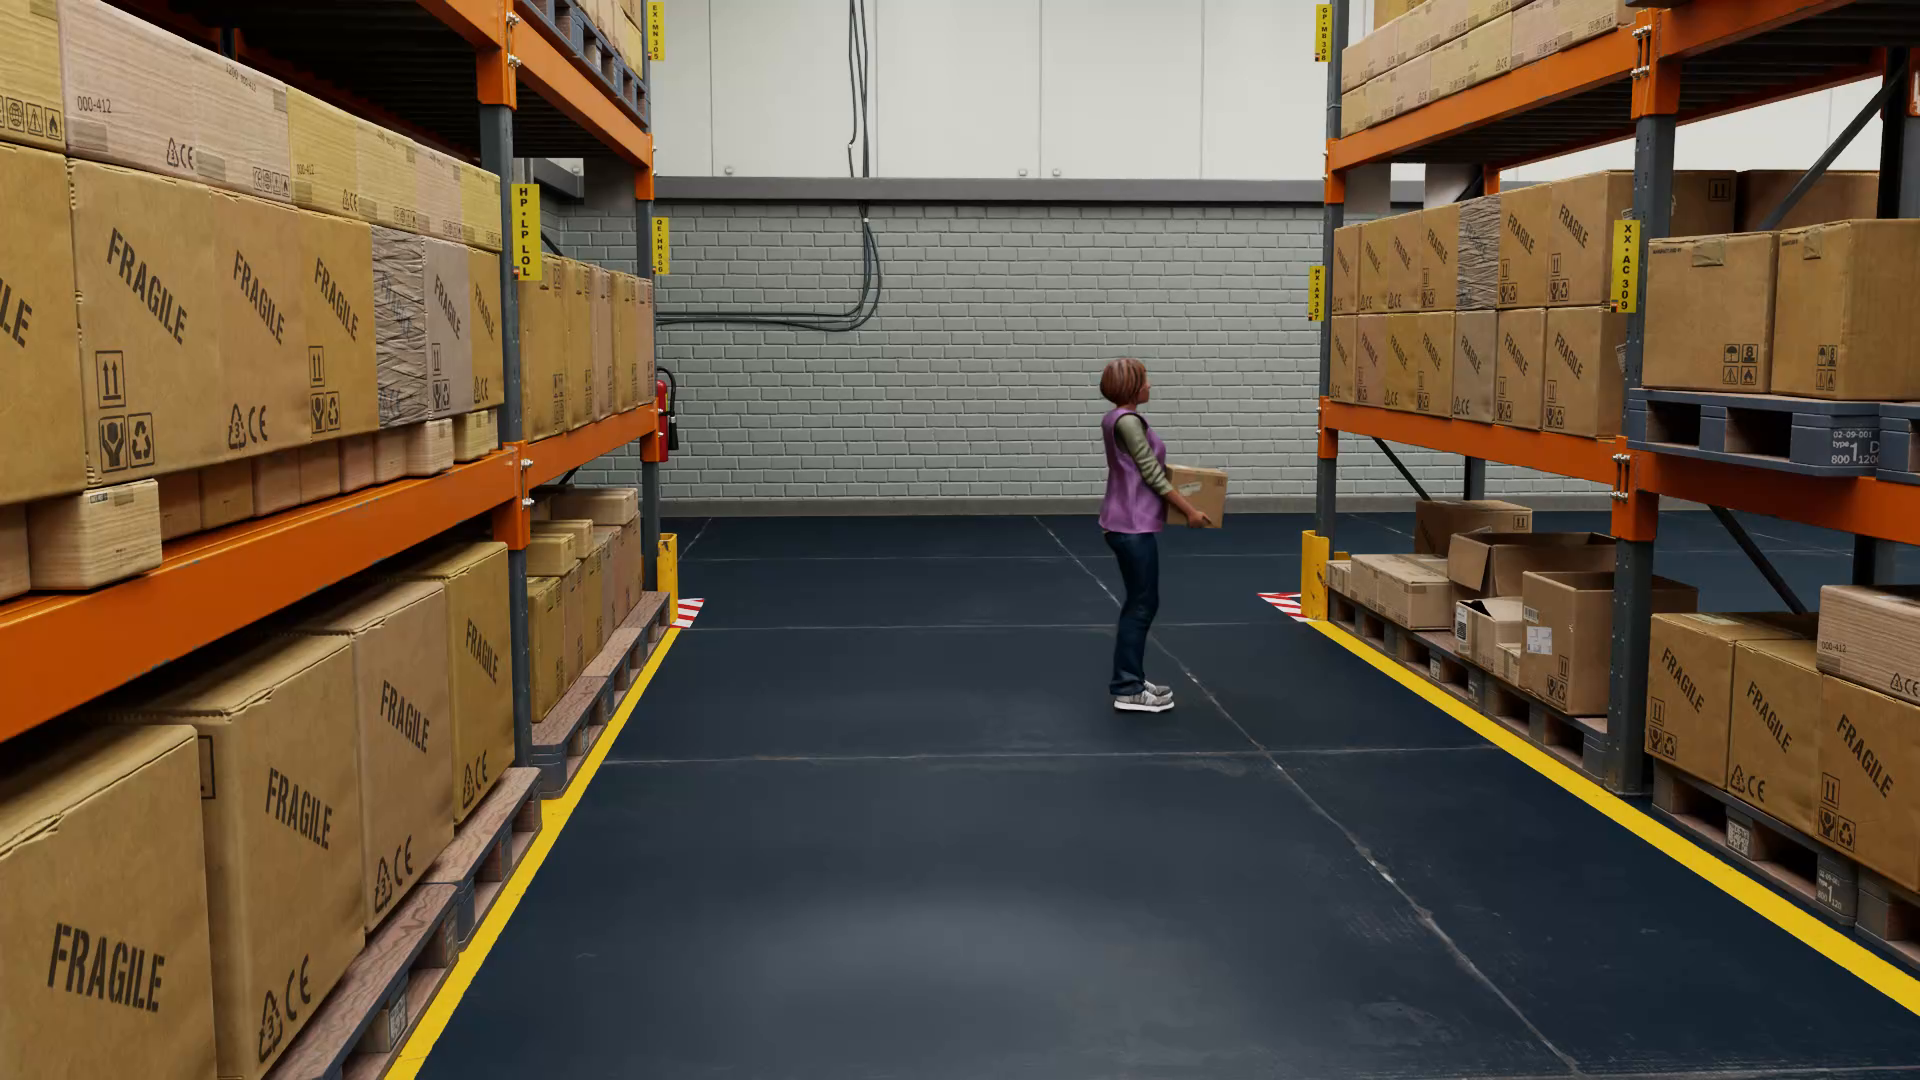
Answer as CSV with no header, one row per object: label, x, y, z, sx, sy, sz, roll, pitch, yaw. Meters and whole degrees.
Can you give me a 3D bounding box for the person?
person,0.873,-0.032,7.562,0.488,1.593,0.412,0,7,-4
